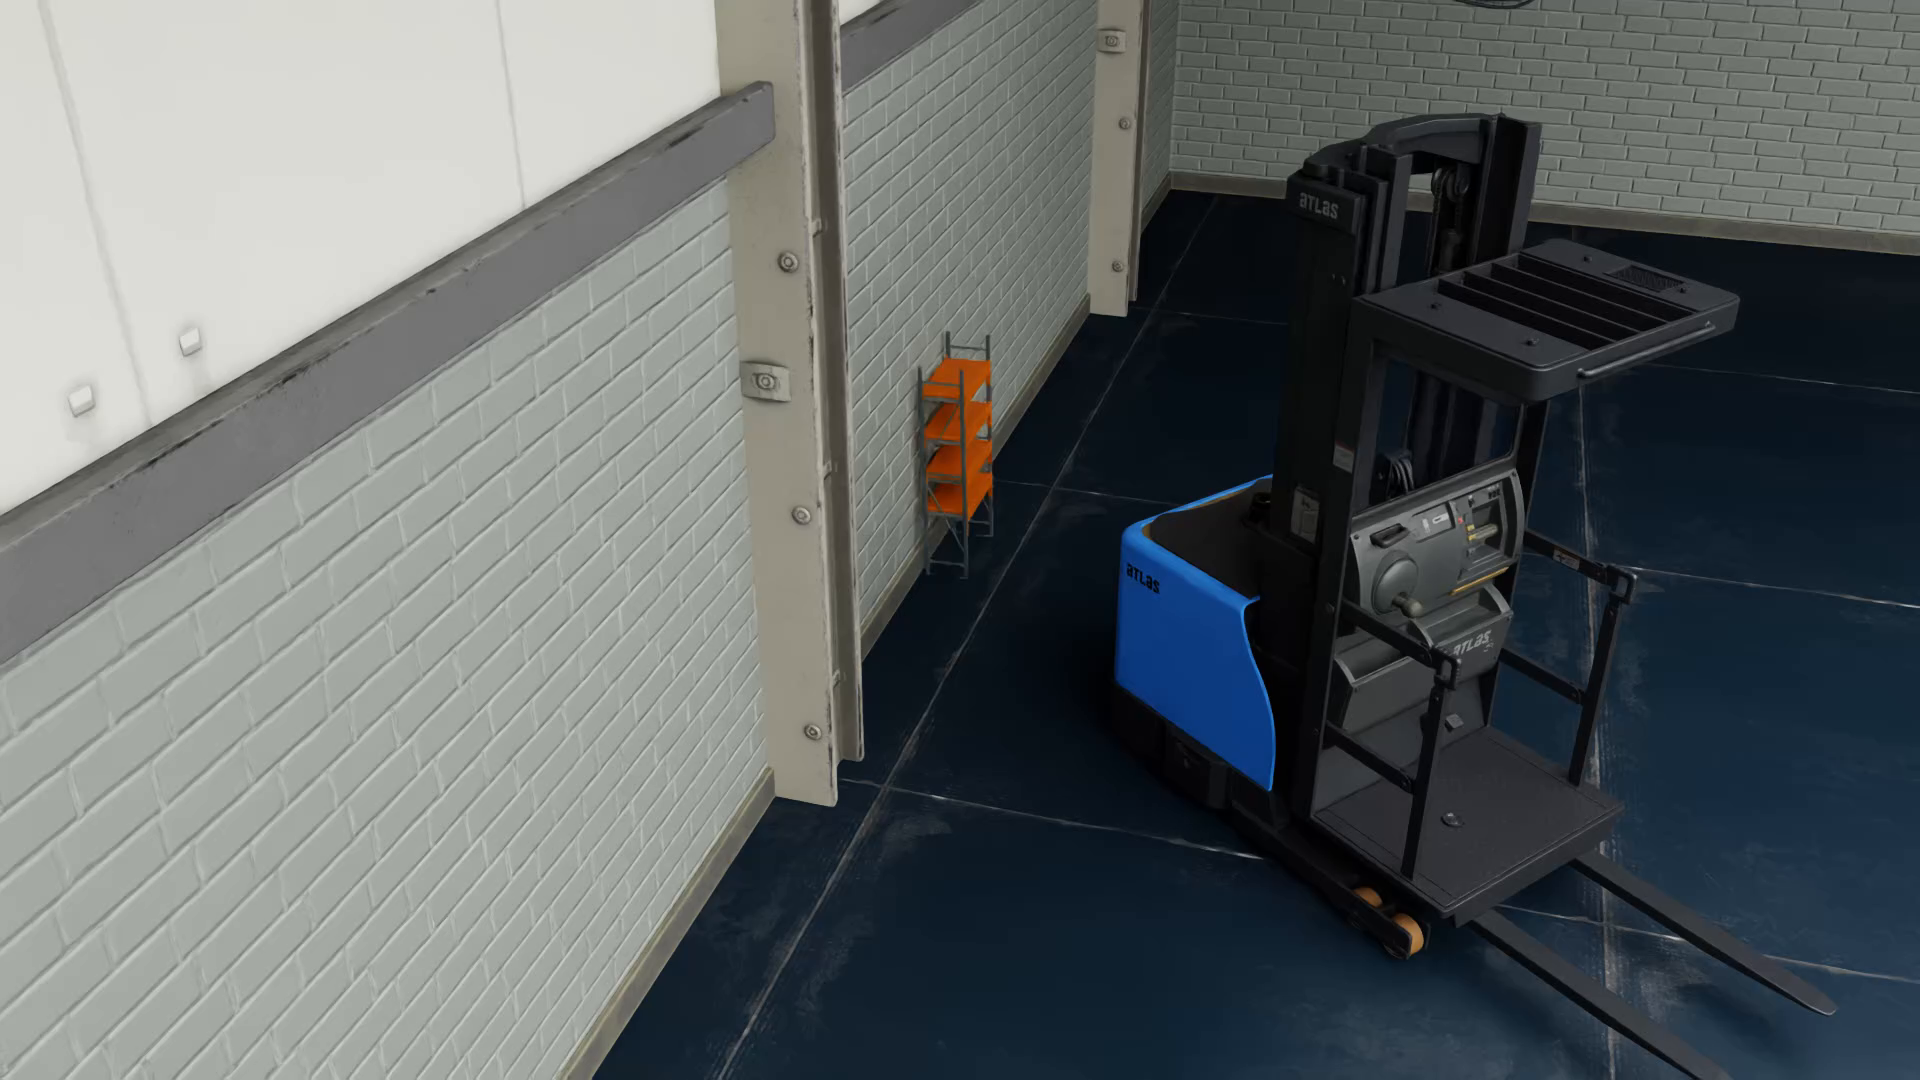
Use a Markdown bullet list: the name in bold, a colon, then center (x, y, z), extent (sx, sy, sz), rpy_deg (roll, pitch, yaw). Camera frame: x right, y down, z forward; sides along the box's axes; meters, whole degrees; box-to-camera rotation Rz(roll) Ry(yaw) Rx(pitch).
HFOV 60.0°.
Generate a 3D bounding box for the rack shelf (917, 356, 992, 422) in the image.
- **rack shelf**: center (-0.023, -0.789, 8.619), extent (0.258, 0.148, 0.480), rpy_deg (7, 30, 15)

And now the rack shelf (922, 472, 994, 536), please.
- **rack shelf**: center (-0.007, -0.211, 8.935), extent (0.258, 0.148, 0.480), rpy_deg (7, 30, 15)

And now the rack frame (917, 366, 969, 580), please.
- **rack frame**: center (-0.083, -0.331, 8.603), extent (0.240, 1.200, 0.015), rpy_deg (7, 30, 15)

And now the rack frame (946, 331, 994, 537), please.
- **rack frame**: center (0.056, -0.558, 9.012), extent (0.240, 1.200, 0.015), rpy_deg (7, 30, 15)

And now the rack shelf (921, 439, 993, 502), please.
- **rack shelf**: center (-0.012, -0.385, 8.840), extent (0.258, 0.148, 0.480), rpy_deg (7, 30, 15)

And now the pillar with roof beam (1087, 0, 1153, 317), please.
- **pillar with roof beam**: center (5.242, -5.067, 9.103), extent (9.100, 9.000, 0.400), rpy_deg (8, 30, 15)

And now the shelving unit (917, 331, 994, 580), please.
- **shelving unit**: center (-0.014, -0.444, 8.808), extent (0.258, 1.200, 0.503), rpy_deg (7, 30, 15)

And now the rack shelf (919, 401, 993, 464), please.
- **rack shelf**: center (-0.018, -0.582, 8.733), extent (0.258, 0.148, 0.480), rpy_deg (7, 30, 15)

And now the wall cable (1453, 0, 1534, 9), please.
- **wall cable**: center (3.256, -5.505, 13.084), extent (3.097, 2.526, 0.112), rpy_deg (8, 30, 15)

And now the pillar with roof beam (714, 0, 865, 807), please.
- **pillar with roof beam**: center (3.481, -2.279, 4.090), extent (9.100, 9.000, 0.400), rpy_deg (8, 30, 15)

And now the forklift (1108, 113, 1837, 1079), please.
- **forklift**: center (1.936, 0.052, 6.142), extent (1.130, 2.935, 3.031), rpy_deg (-19, 34, -30)
